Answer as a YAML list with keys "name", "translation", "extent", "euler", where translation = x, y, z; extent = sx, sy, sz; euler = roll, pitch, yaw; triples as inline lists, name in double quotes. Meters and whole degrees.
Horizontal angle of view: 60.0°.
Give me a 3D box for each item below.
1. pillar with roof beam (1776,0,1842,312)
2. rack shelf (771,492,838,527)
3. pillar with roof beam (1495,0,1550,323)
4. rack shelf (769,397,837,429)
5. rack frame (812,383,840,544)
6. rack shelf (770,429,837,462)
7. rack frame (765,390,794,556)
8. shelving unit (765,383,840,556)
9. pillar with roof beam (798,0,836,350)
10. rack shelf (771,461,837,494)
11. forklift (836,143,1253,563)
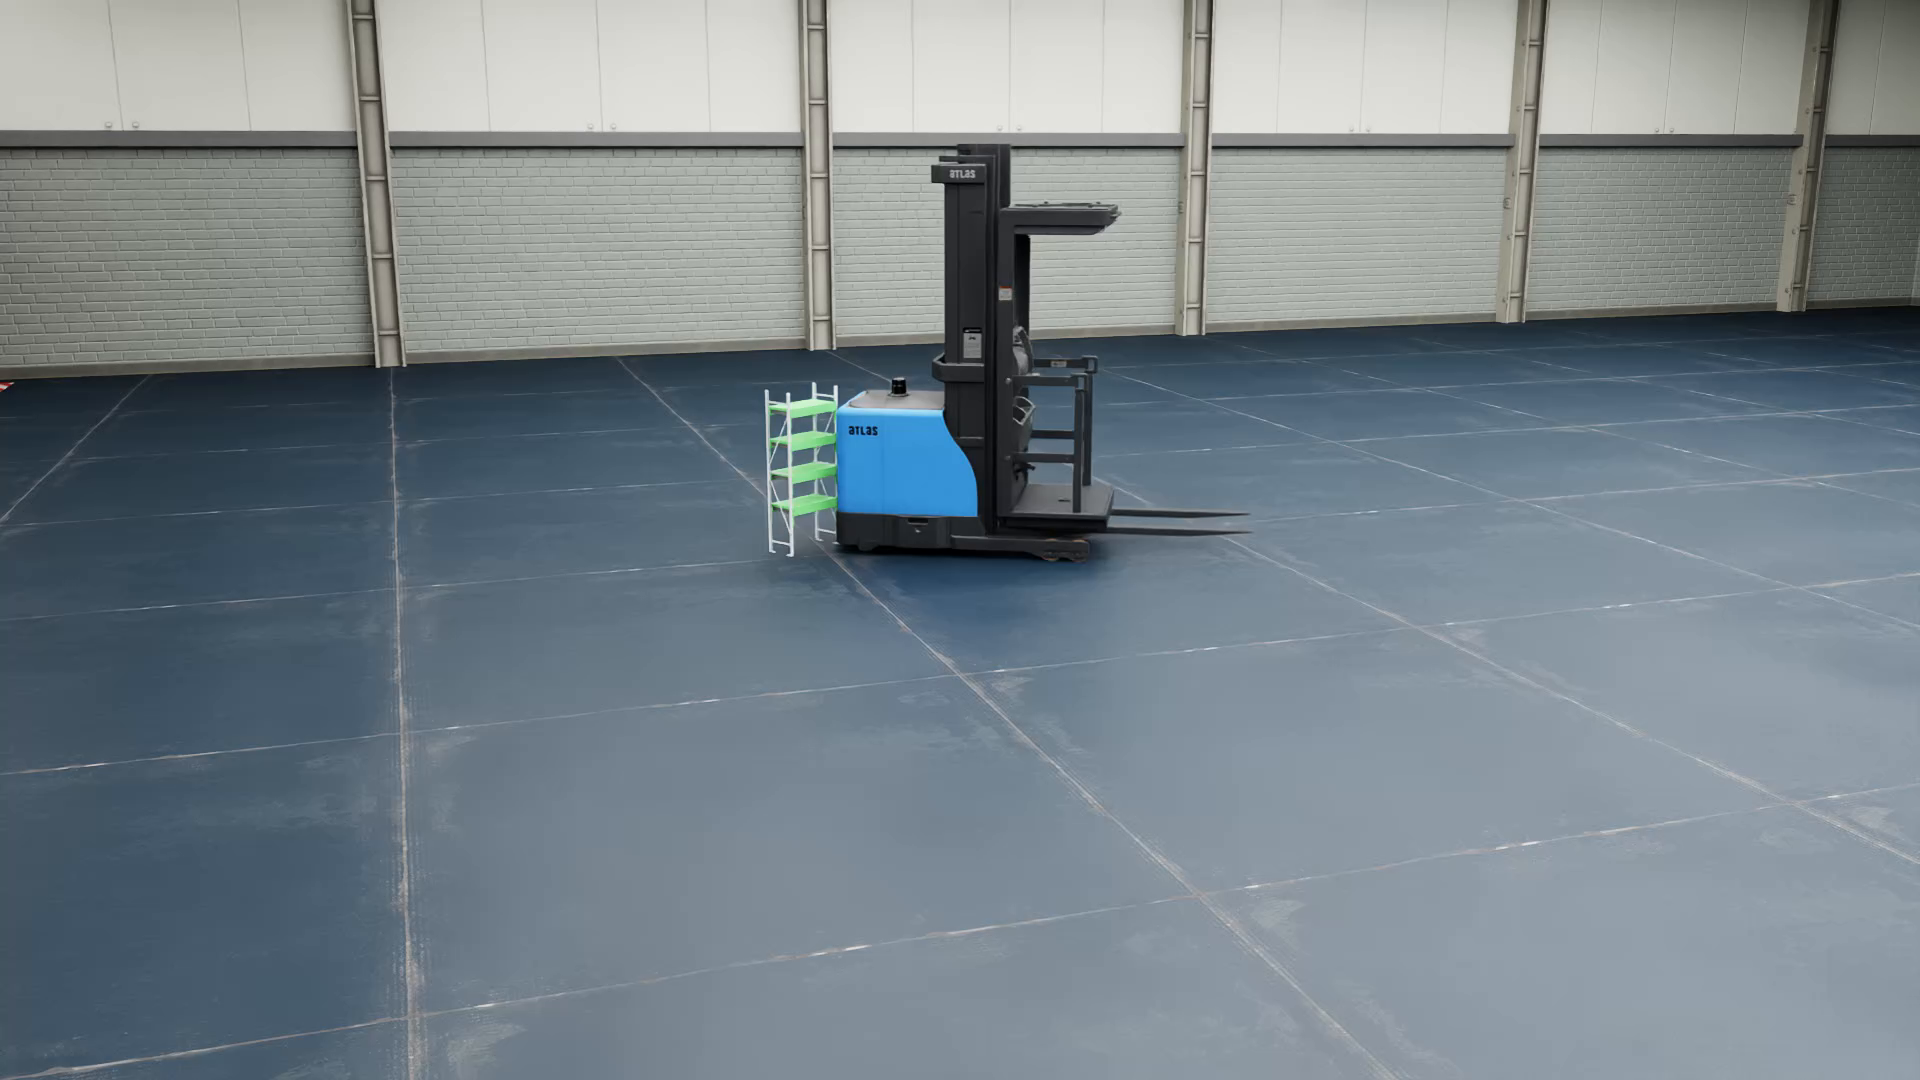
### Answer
- name: "pillar with roof beam"
  translation: [16.383, -7.577, 25.052]
  extent: [0.400, 9.000, 9.100]
  euler: [-4, 14, -18]
- name: "rack shelf"
  translation: [-1.157, -0.230, 12.331]
  extent: [0.258, 0.148, 0.480]
  euler: [11, 17, 38]
- name: "pillar with roof beam"
  translation: [10.697, -7.135, 23.191]
  extent: [0.400, 9.000, 9.100]
  euler: [-4, 14, -18]
- name: "rack shelf"
  translation: [-1.157, -0.931, 12.165]
  extent: [0.258, 0.148, 0.480]
  euler: [11, 17, 38]
- name: "rack frame"
  translation: [-1.002, -0.570, 12.445]
  extent: [0.240, 1.200, 0.015]
  euler: [11, 17, 38]
- name: "rack shelf"
  translation: [-1.157, -0.697, 12.220]
  extent: [0.258, 0.148, 0.480]
  euler: [11, 17, 38]
- name: "rack frame"
  translation: [-1.311, -0.482, 12.078]
  extent: [0.240, 1.200, 0.015]
  euler: [11, 17, 38]
- name: "shelving unit"
  translation: [-1.157, -0.526, 12.261]
  extent: [0.258, 1.200, 0.503]
  euler: [11, 17, 38]
- name: "pillar with roof beam"
  translation: [-0.677, -6.249, 19.467]
  extent: [0.400, 9.000, 9.100]
  euler: [-4, 14, -18]
- name: "rack shelf"
  translation: [-1.157, -0.464, 12.276]
  extent: [0.258, 0.148, 0.480]
  euler: [11, 17, 38]
- name: "forklift"
  translation: [0.649, -1.394, 12.169]
  extent: [3.031, 2.935, 1.130]
  euler: [2, 14, 8]
